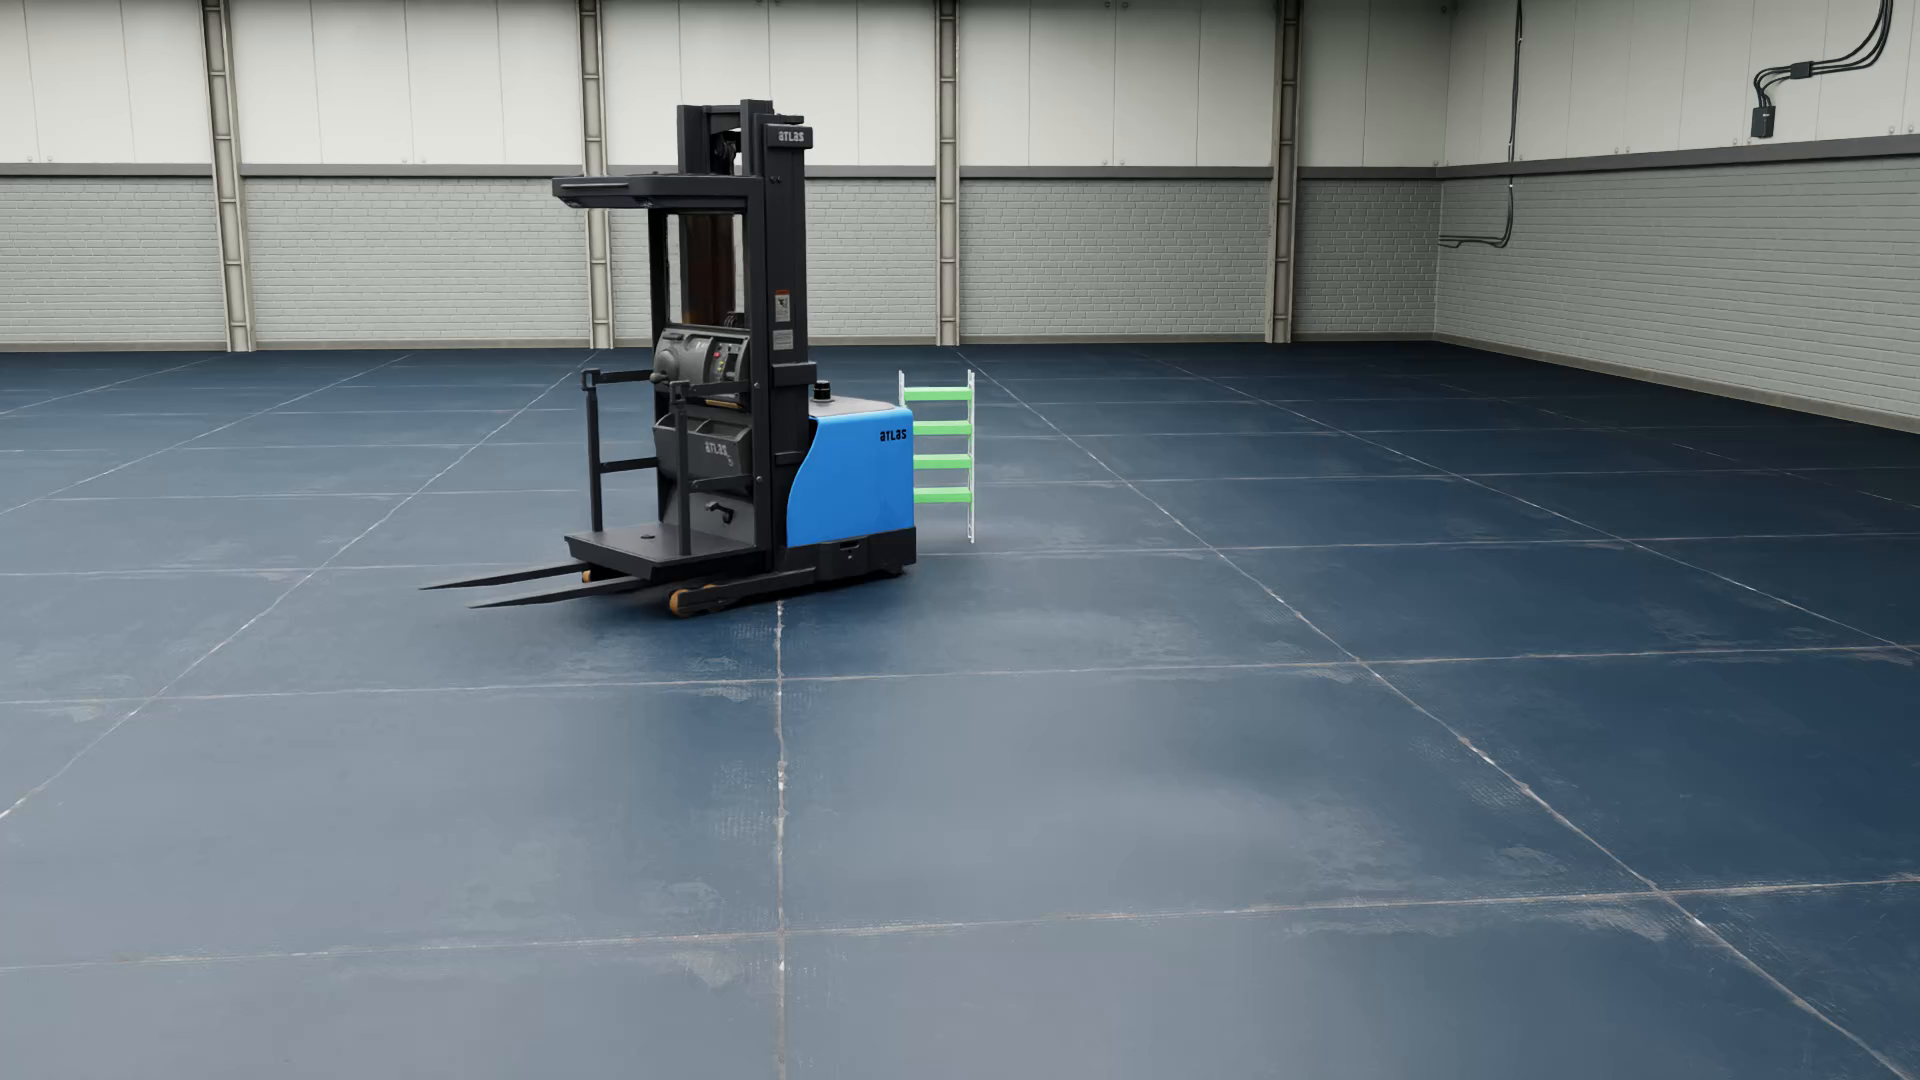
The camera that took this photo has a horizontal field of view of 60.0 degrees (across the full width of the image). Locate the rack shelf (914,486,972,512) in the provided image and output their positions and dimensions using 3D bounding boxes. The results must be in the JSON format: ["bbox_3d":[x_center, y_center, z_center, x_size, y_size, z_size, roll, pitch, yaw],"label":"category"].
[{"bbox_3d":[-0.165,-0.287,11.793,0.480,0.148,0.258,-1,11,-6],"label":"rack shelf"}]

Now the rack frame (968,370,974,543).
[{"bbox_3d":[0.078,-0.590,11.761,0.015,1.200,0.240,-1,11,-6],"label":"rack frame"}]

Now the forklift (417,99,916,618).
[{"bbox_3d":[-1.714,-1.103,9.882,3.031,2.935,1.130,-10,15,-41],"label":"forklift"}]

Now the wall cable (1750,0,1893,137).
[{"bbox_3d":[9.824,-7.649,18.632,0.169,6.003,2.305,-1,11,-6],"label":"wall cable"}]

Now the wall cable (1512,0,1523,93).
[{"bbox_3d":[9.106,-8.237,25.396,0.112,2.526,3.097,-1,11,-6],"label":"wall cable"}]

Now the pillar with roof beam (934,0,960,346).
[{"bbox_3d":[0.243,-7.043,24.365,0.400,9.000,9.100,-1,11,-6],"label":"pillar with roof beam"}]

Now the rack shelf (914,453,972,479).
[{"bbox_3d":[-0.165,-0.523,11.747,0.480,0.148,0.258,-1,11,-6],"label":"rack shelf"}]

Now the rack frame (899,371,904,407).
[{"bbox_3d":[-0.407,-0.580,11.709,0.015,1.200,0.240,-1,11,-6],"label":"rack frame"}]

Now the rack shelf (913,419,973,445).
[{"bbox_3d":[-0.165,-0.758,11.701,0.480,0.148,0.258,-1,11,-6],"label":"rack shelf"}]

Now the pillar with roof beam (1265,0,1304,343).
[{"bbox_3d":[6.207,-7.168,25.000,0.400,9.000,9.100,-1,11,-6],"label":"pillar with roof beam"}]

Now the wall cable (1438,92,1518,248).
[{"bbox_3d":[8.814,-6.278,28.522,0.112,2.526,3.097,-1,11,-6],"label":"wall cable"}]

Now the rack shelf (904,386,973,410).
[{"bbox_3d":[-0.165,-0.994,11.654,0.480,0.148,0.258,-1,11,-6],"label":"rack shelf"}]

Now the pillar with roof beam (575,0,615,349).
[{"bbox_3d":[-5.722,-6.918,23.729,0.400,9.000,9.100,-1,11,-6],"label":"pillar with roof beam"}]

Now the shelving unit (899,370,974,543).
[{"bbox_3d":[-0.165,-0.585,11.735,0.503,1.200,0.258,-1,11,-6],"label":"shelving unit"}]

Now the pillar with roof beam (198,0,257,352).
[{"bbox_3d":[-11.687,-6.793,23.093,0.400,9.000,9.100,-1,11,-6],"label":"pillar with roof beam"}]
